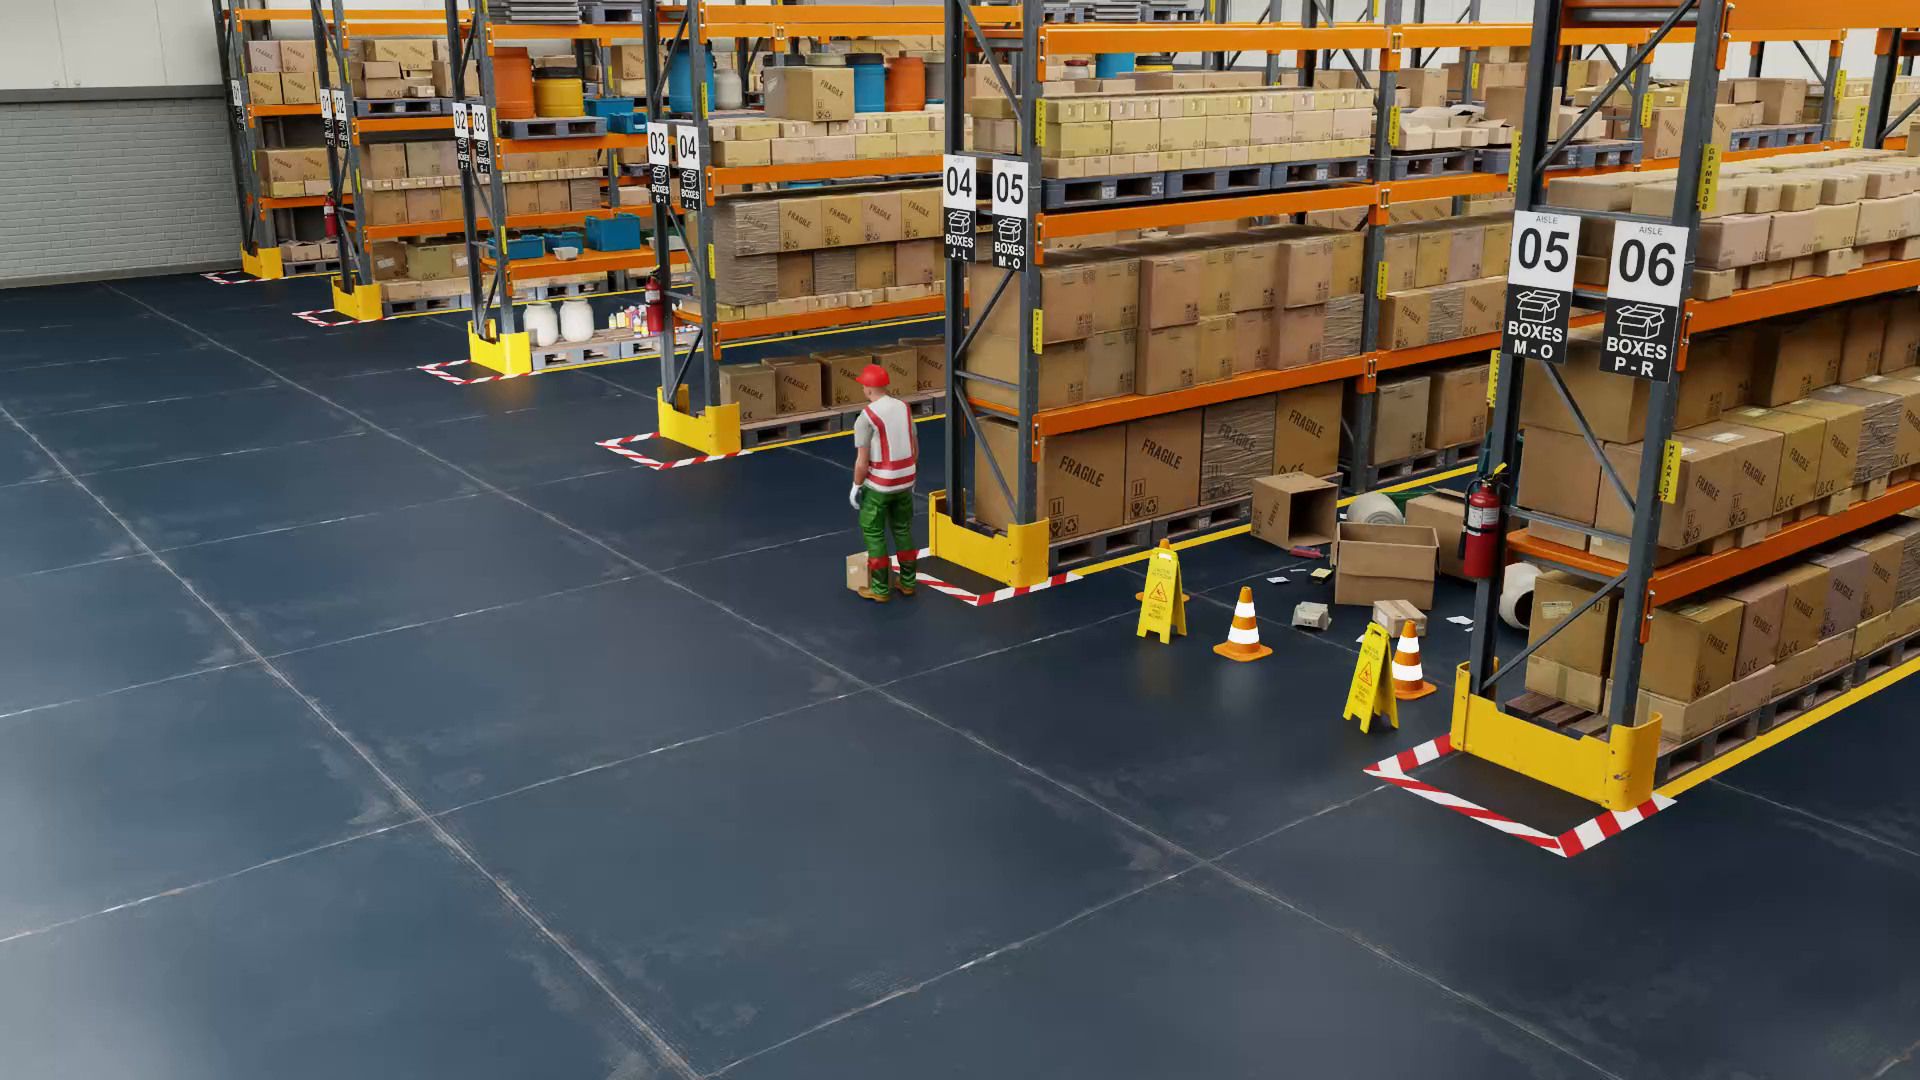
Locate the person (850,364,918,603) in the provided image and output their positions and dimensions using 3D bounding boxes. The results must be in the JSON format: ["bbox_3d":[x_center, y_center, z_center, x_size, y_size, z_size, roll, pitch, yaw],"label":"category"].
[{"bbox_3d":[-0.567,-0.423,12.367,0.618,1.779,0.451,-15,23,-39],"label":"person"}]
